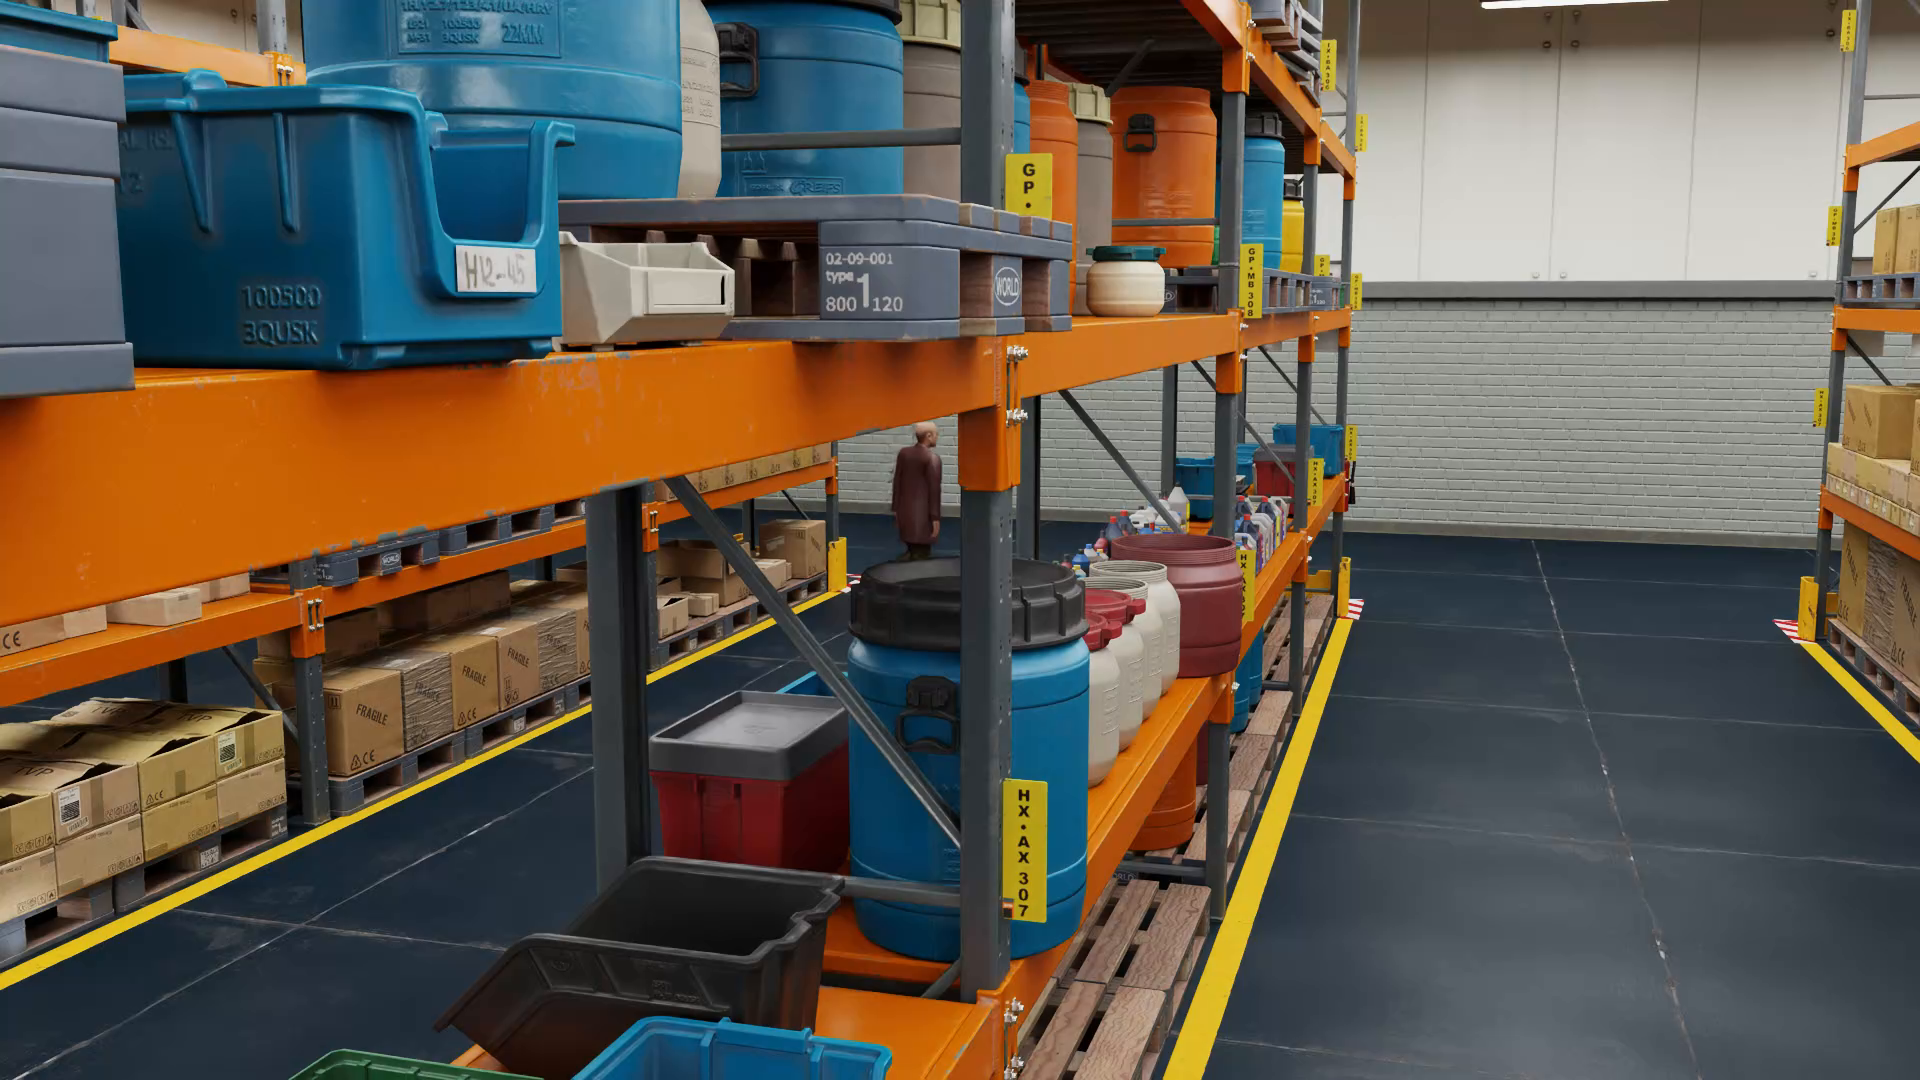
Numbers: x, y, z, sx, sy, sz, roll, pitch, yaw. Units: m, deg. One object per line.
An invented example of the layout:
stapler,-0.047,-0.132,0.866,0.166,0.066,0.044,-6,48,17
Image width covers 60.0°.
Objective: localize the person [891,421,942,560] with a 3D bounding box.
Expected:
person,-0.420,-0.203,15.224,0.563,1.774,0.614,-7,11,-40
